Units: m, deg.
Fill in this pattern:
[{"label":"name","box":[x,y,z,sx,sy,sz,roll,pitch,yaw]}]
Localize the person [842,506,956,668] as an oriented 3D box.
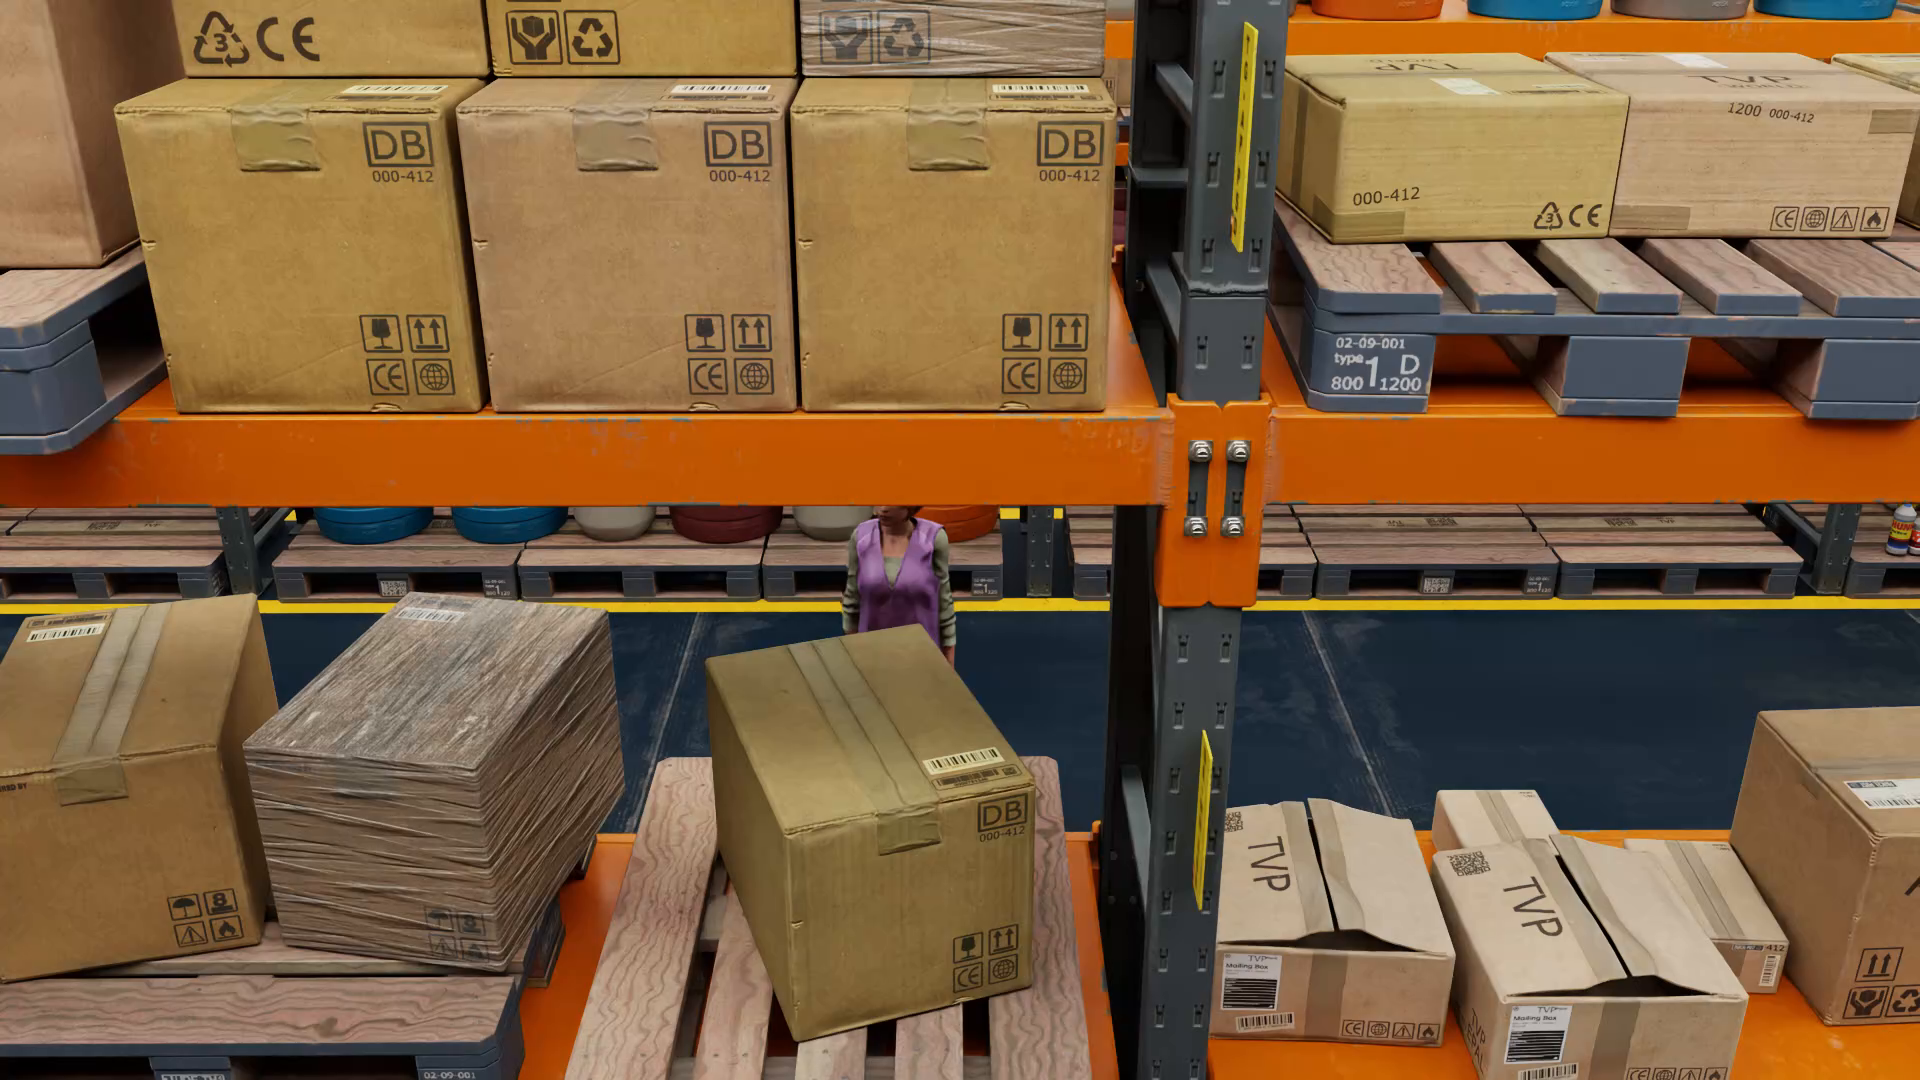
[{"label":"person","box":[-0.216,0.474,6.029,0.440,1.589,0.646,3,25,6]}]
